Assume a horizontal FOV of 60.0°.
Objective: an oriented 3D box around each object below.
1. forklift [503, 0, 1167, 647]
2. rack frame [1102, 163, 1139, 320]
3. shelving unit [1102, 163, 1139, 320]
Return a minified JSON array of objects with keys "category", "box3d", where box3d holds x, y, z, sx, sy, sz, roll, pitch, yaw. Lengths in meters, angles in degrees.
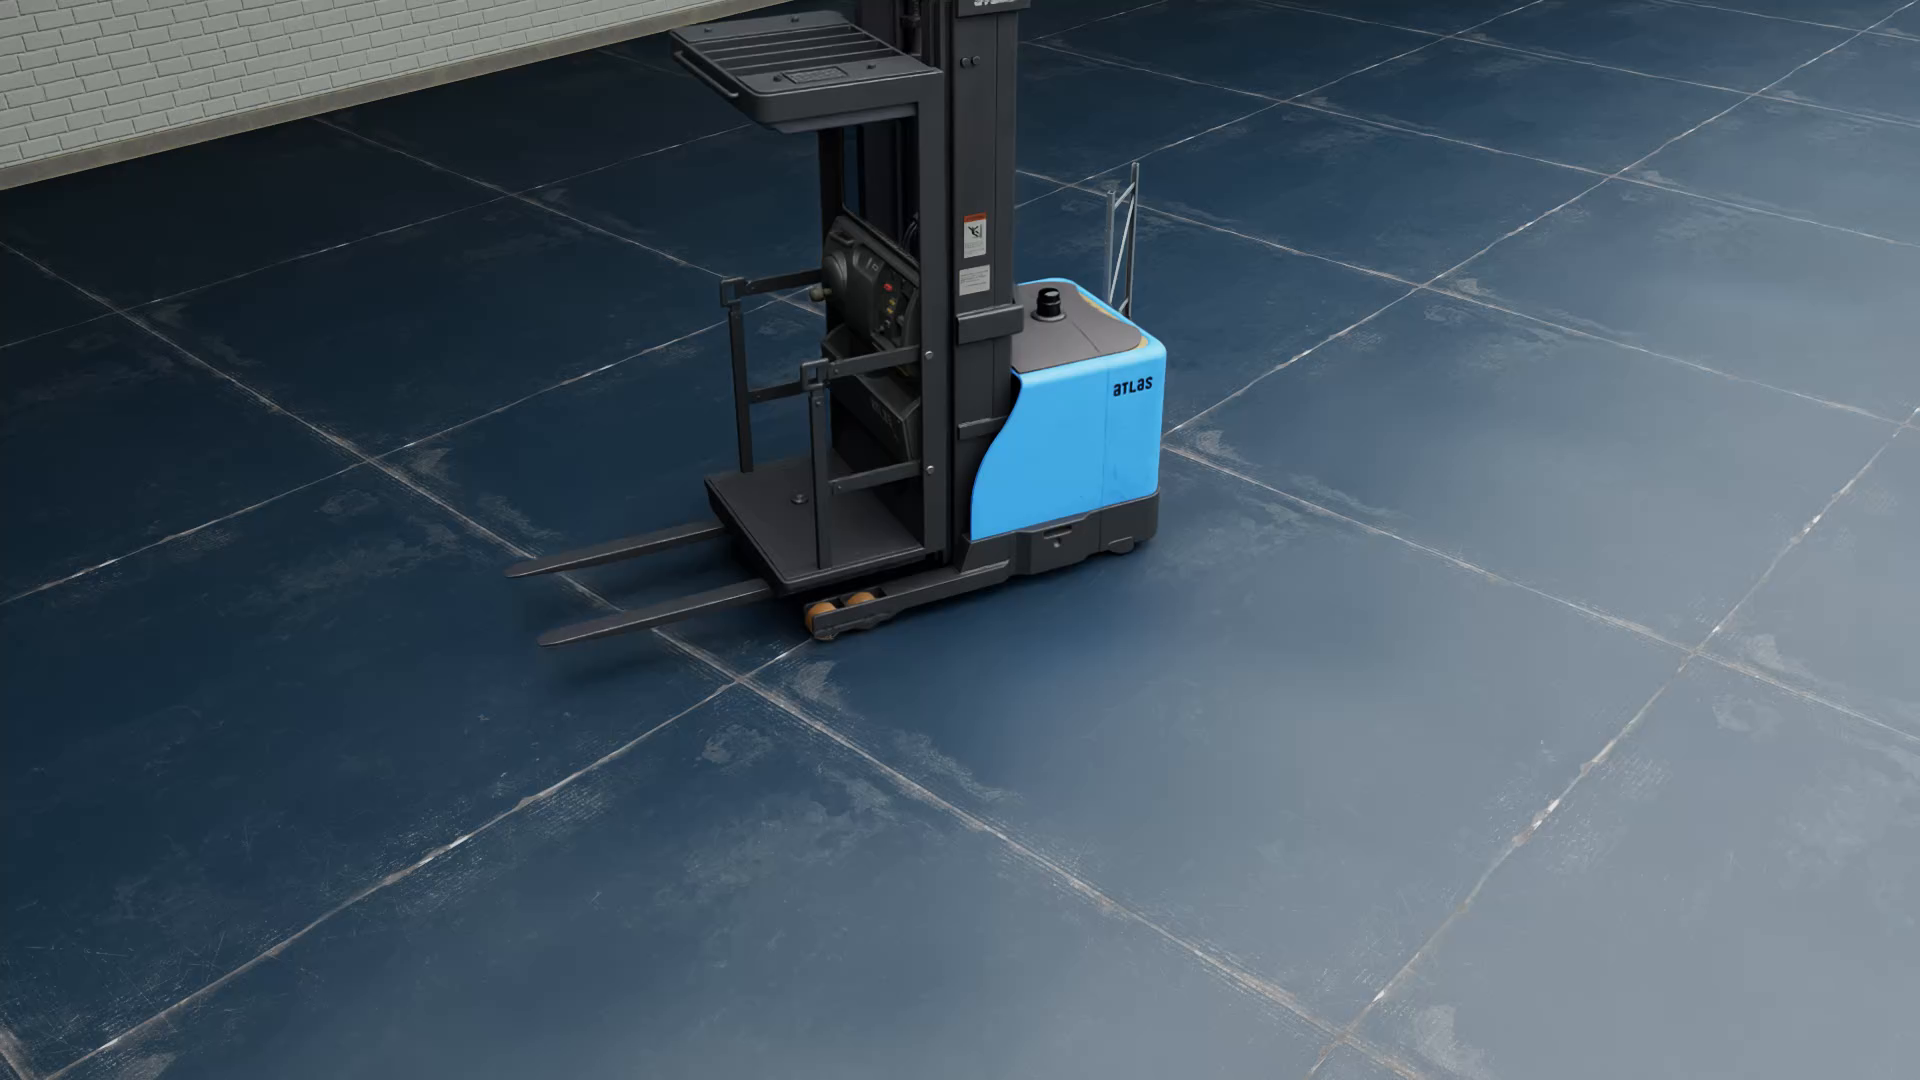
[{"category":"forklift","box3d":[-0.581,-1.116,7.262,3.031,2.935,1.130,-14,34,-22]},{"category":"rack frame","box3d":[0.824,-1.181,8.758,0.032,1.500,0.500,11,33,17]},{"category":"shelving unit","box3d":[0.355,-1.270,8.906,1.083,1.500,0.587,11,33,17]}]
